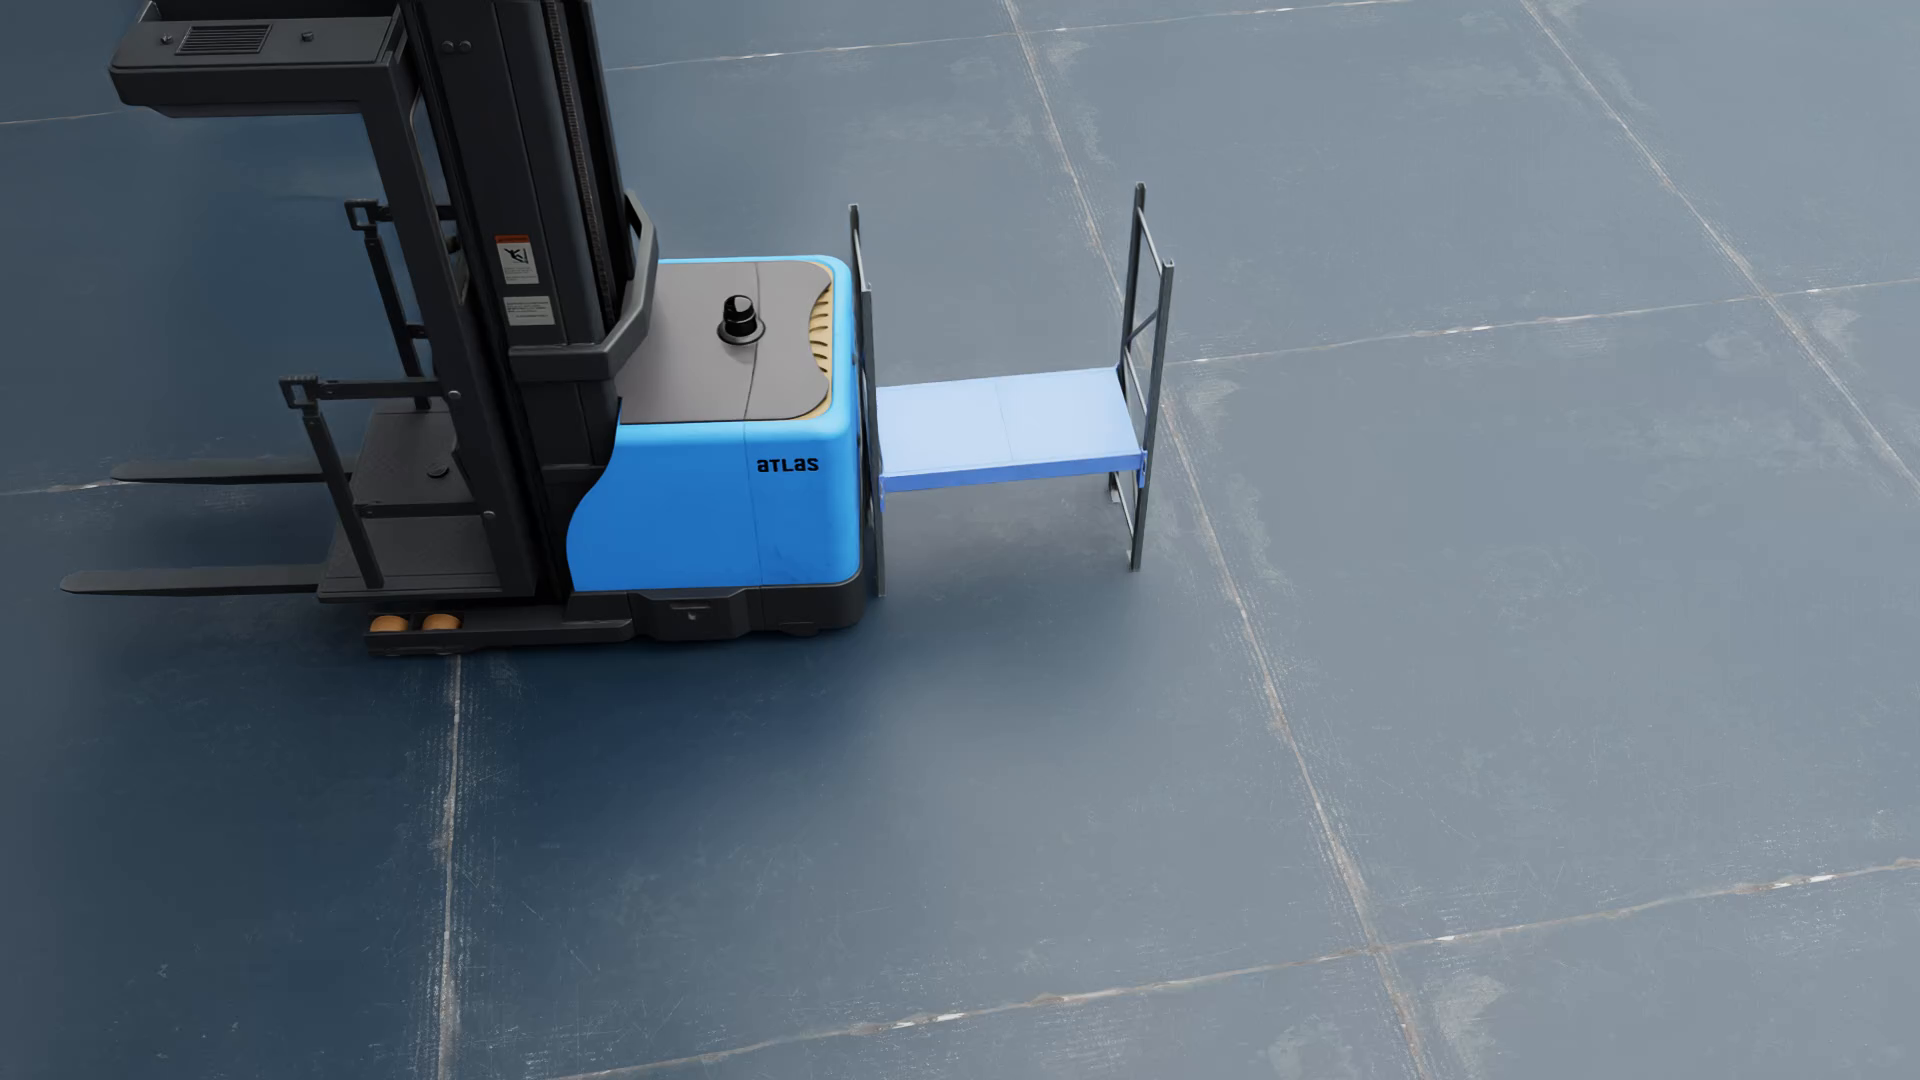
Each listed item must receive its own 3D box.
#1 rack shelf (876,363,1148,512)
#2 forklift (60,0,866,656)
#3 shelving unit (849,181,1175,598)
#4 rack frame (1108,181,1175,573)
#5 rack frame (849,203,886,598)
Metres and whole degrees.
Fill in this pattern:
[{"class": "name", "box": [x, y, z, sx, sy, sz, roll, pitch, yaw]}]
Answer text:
[{"class": "rack shelf", "box": [0.165, -0.397, 6.341, 1.000, 0.185, 0.538, -5, 46, -5]}, {"class": "forklift", "box": [-1.896, -0.965, 5.645, 3.031, 2.935, 1.130, -2, 46, -2]}, {"class": "shelving unit", "box": [0.165, -0.522, 6.212, 1.048, 1.500, 0.538, -5, 46, -5]}, {"class": "rack frame", "box": [0.669, -0.570, 6.258, 0.032, 1.500, 0.500, -5, 46, -5]}, {"class": "rack frame", "box": [-0.339, -0.474, 6.165, 0.032, 1.500, 0.500, -5, 46, -5]}]
